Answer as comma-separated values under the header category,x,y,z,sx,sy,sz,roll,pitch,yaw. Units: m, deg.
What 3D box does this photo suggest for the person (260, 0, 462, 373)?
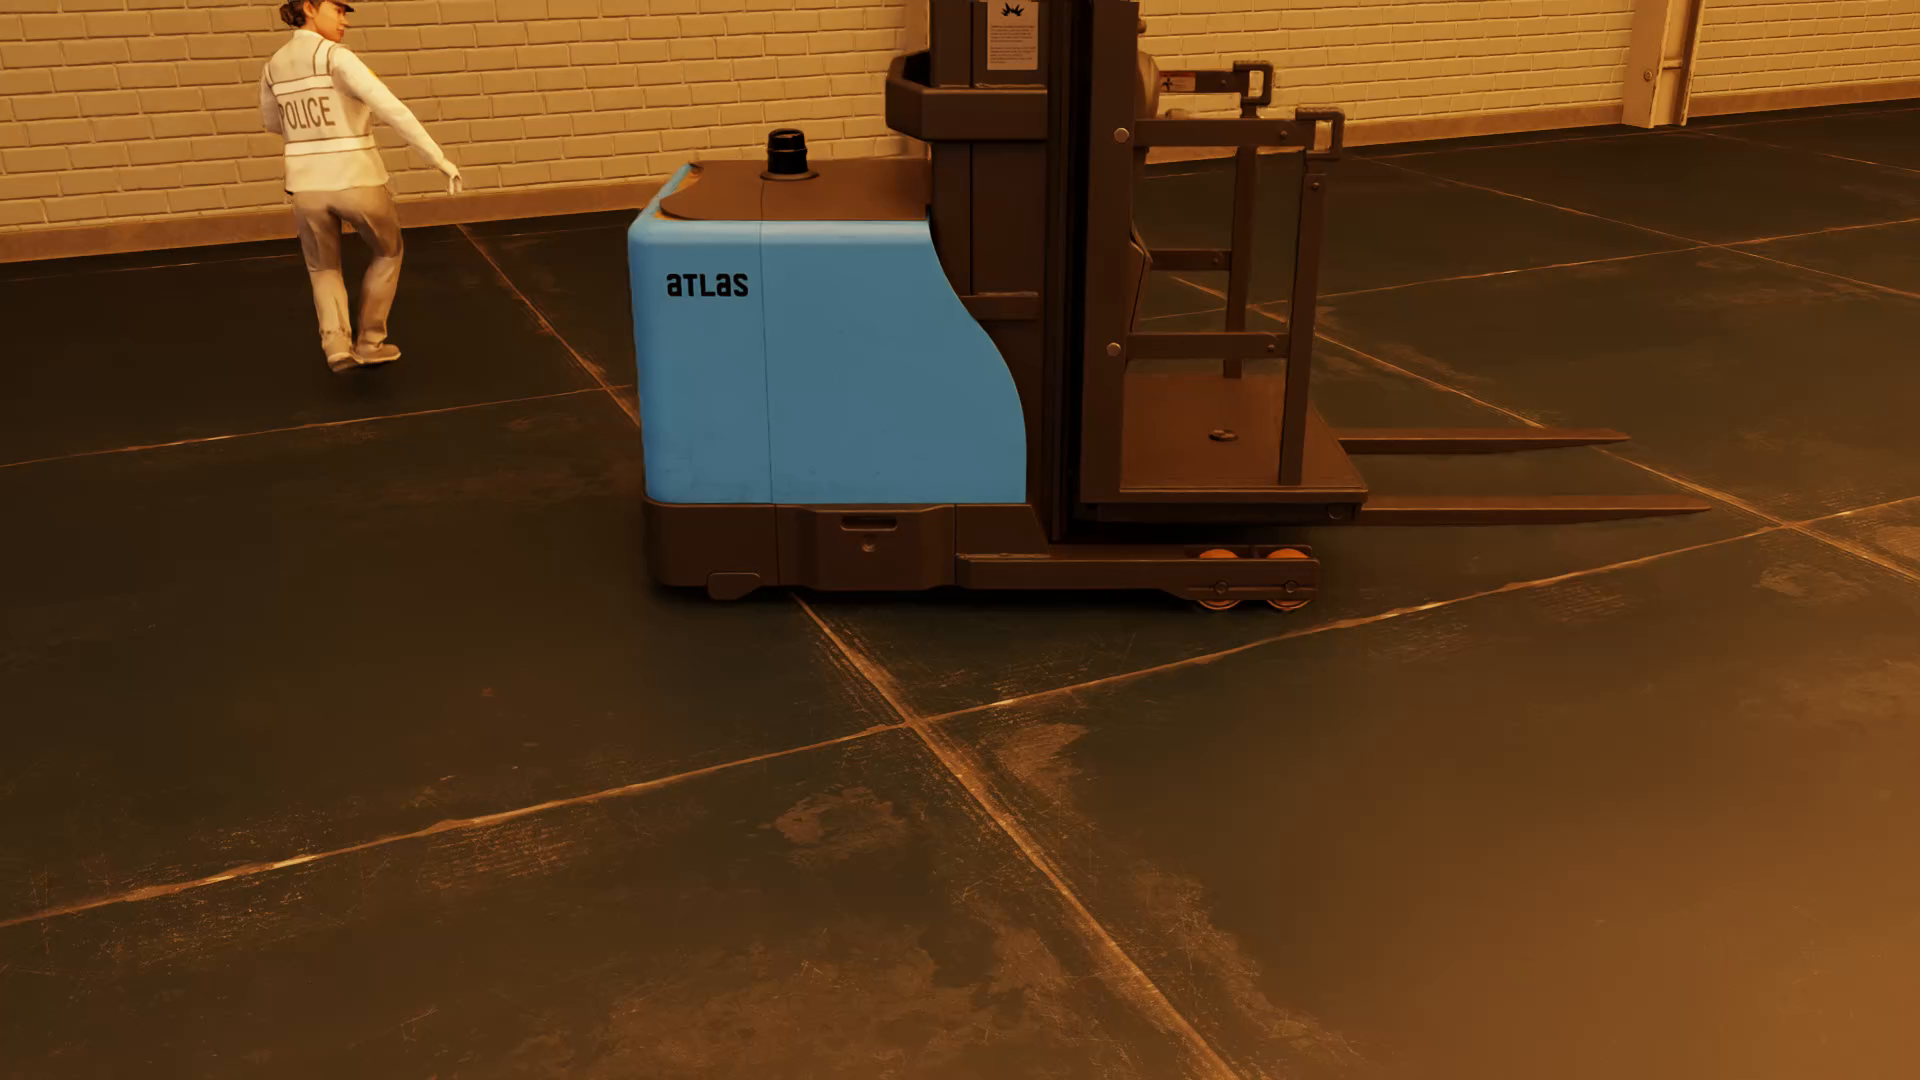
category,x,y,z,sx,sy,sz,roll,pitch,yaw
person,-2.320,-1.408,6.486,0.812,1.552,0.794,2,23,5

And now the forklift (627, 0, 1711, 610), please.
category,x,y,z,sx,sy,sz,roll,pitch,yaw
forklift,0.629,-1.363,4.567,3.031,2.935,1.130,0,23,0
